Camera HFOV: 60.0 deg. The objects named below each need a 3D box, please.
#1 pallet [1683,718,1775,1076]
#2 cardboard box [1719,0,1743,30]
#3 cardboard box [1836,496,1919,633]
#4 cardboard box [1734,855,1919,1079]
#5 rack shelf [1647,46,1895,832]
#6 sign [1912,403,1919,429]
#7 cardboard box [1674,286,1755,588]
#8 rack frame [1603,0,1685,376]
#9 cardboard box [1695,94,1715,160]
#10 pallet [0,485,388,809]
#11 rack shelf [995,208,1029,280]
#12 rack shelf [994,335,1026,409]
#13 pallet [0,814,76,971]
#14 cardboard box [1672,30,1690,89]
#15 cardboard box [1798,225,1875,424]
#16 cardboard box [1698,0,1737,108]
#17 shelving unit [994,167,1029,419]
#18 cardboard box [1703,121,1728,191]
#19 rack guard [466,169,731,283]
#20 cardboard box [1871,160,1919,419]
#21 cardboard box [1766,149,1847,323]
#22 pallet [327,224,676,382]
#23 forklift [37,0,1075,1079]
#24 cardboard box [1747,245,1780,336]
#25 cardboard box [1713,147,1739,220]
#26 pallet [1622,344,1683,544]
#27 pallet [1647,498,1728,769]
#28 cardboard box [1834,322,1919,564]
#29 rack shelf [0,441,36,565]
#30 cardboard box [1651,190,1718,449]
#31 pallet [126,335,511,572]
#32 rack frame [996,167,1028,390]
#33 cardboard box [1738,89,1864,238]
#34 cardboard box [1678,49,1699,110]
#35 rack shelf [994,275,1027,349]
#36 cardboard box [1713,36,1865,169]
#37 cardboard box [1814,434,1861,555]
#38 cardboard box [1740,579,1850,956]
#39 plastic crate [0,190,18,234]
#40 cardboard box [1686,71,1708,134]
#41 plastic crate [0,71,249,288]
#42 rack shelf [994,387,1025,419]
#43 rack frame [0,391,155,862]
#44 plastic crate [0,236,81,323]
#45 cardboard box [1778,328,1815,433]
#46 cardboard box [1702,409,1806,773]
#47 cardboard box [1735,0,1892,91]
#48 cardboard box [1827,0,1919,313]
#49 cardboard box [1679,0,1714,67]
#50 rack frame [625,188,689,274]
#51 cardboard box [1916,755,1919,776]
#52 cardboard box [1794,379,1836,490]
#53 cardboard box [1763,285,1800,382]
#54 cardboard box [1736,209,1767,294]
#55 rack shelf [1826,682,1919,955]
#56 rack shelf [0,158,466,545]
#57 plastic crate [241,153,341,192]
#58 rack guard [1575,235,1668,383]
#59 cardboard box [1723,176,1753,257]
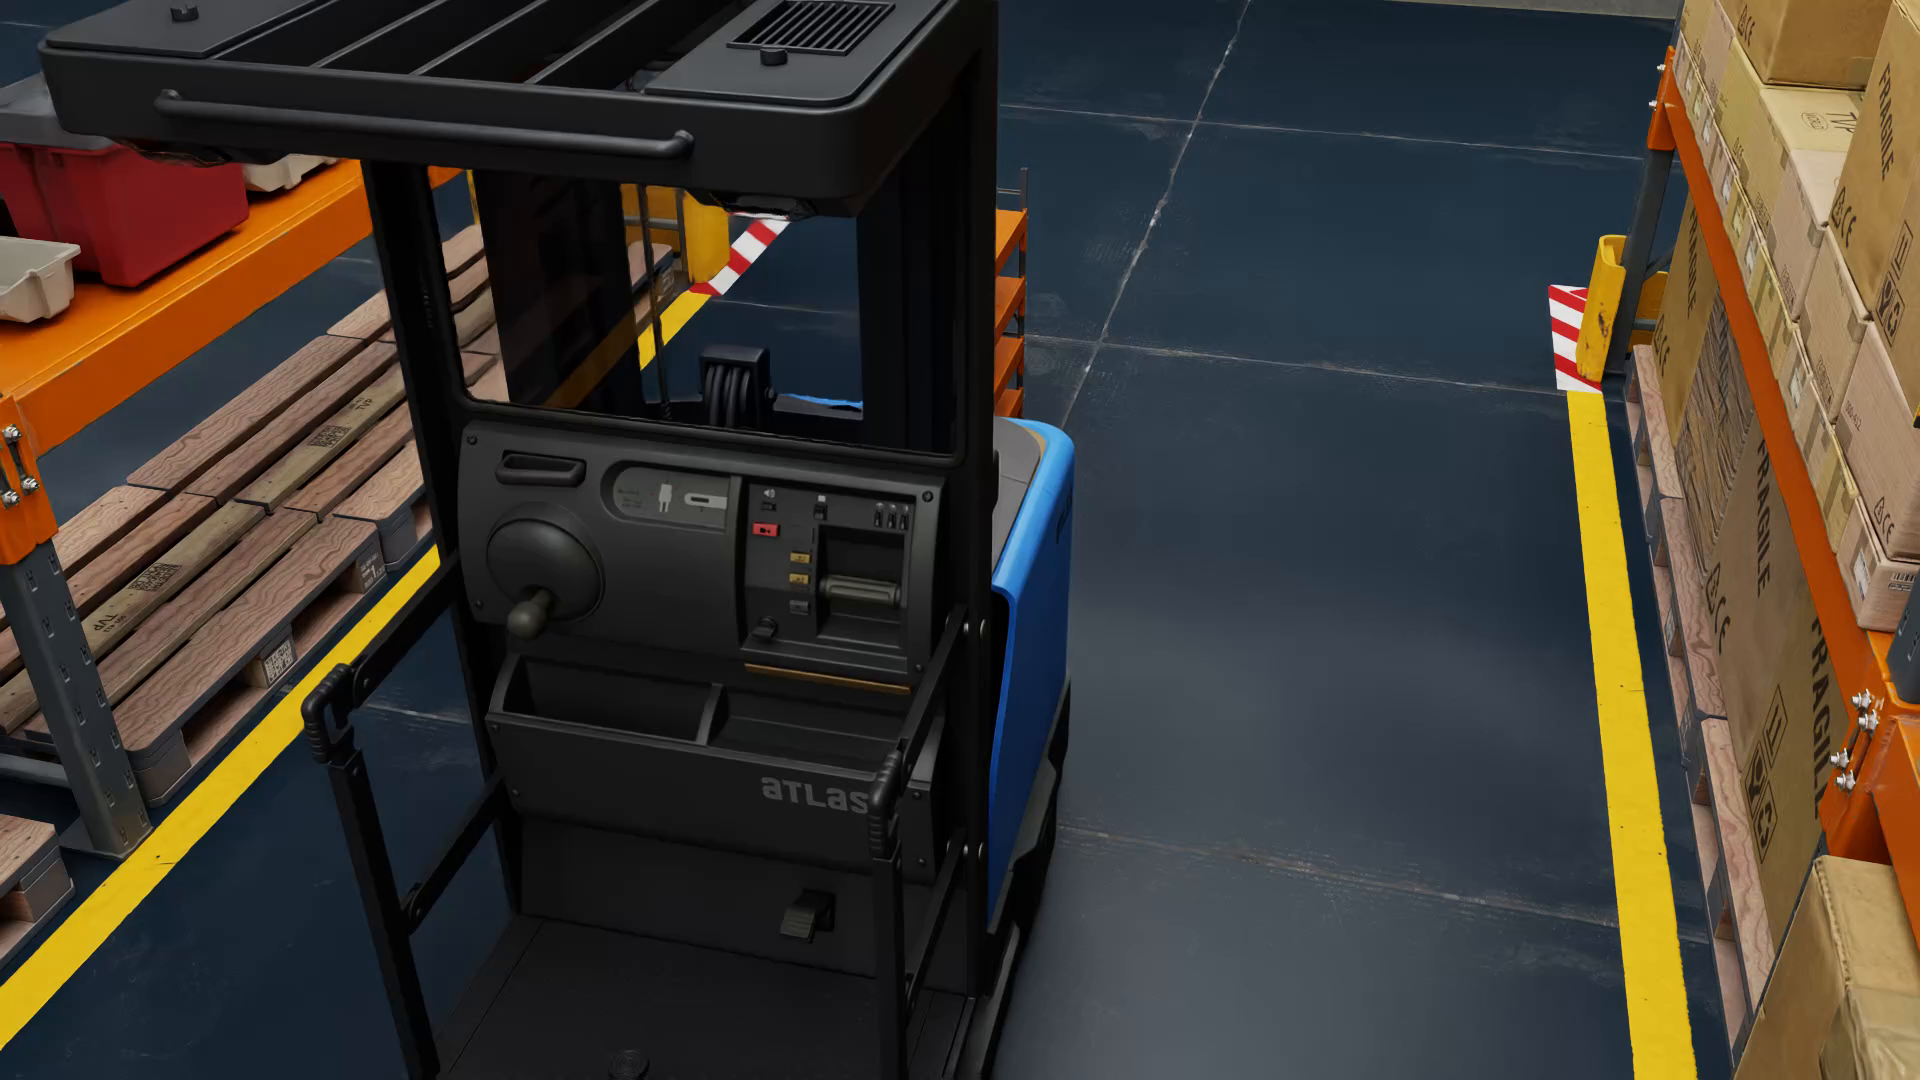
[{"bbox_3d":[2.377,0.955,4.051,1.003,0.211,1.213,8,33,12],"label":"pallet"},{"bbox_3d":[2.614,-1.820,4.981,0.500,0.500,0.500,7,33,11],"label":"cardboard box"},{"bbox_3d":[1.869,0.065,3.085,0.380,0.149,0.250,8,33,13],"label":"cardboard box"},{"bbox_3d":[1.966,1.216,2.630,1.225,0.875,0.875,8,33,13],"label":"cardboard box"},{"bbox_3d":[2.616,-0.572,4.525,1.077,0.370,4.000,8,33,12],"label":"rack shelf"},{"bbox_3d":[1.571,-0.311,2.563,0.100,0.325,0.005,8,33,12],"label":"sign"},{"bbox_3d":[2.808,-0.379,5.139,0.875,0.875,0.875,8,33,12],"label":"cardboard box"},{"bbox_3d":[3.124,-1.914,5.964,1.000,3.000,0.127,8,33,12],"label":"rack frame"},{"bbox_3d":[2.521,-1.267,5.180,0.380,0.149,0.250,8,33,12],"label":"cardboard box"},{"bbox_3d":[-2.533,0.278,5.116,1.003,0.211,1.213,8,33,12],"label":"pallet"},{"bbox_3d":[0.042,-0.924,5.352,0.258,0.148,0.480,8,33,12],"label":"rack shelf"},{"bbox_3d":[0.042,-0.535,5.599,0.258,0.148,0.480,8,33,12],"label":"rack shelf"},{"bbox_3d":[-2.918,1.059,3.887,1.003,0.211,1.213,8,33,12],"label":"pallet"},{"bbox_3d":[2.714,-1.668,5.812,0.380,0.149,0.250,8,33,13],"label":"cardboard box"},{"bbox_3d":[2.096,-0.434,3.499,0.500,0.250,0.500,9,34,14],"label":"cardboard box"},{"bbox_3d":[2.615,-1.493,5.165,0.500,0.250,0.500,8,33,12],"label":"cardboard box"},{"bbox_3d":[0.042,-0.592,5.563,0.258,1.200,0.503,8,33,12],"label":"shelving unit"},{"bbox_3d":[2.456,-1.135,4.973,0.380,0.149,0.250,7,33,11],"label":"cardboard box"},{"bbox_3d":[-1.674,-1.547,7.718,1.175,0.500,0.348,8,33,12],"label":"rack guard"},{"bbox_3d":[1.967,-0.492,2.891,0.500,0.500,0.500,9,34,14],"label":"cardboard box"},{"bbox_3d":[2.225,-0.699,3.916,0.500,0.250,0.500,9,33,13],"label":"cardboard box"},{"bbox_3d":[-1.914,-0.988,7.108,1.003,0.211,1.213,8,33,12],"label":"pallet"},{"bbox_3d":[-0.539,0.080,2.891,1.130,2.935,3.031,7,33,11],"label":"forklift"},{"bbox_3d":[2.195,-0.602,4.135,0.380,0.149,0.250,7,33,12],"label":"cardboard box"},{"bbox_3d":[2.391,-1.001,4.762,0.380,0.149,0.250,8,33,12],"label":"cardboard box"},{"bbox_3d":[2.997,-0.311,6.043,1.003,0.211,1.213,8,33,12],"label":"pallet"},{"bbox_3d":[2.685,0.320,5.050,1.003,0.211,1.213,8,33,12],"label":"pallet"},{"bbox_3d":[1.967,-0.165,3.076,0.500,0.250,0.500,7,33,11],"label":"cardboard box"},{"bbox_3d":[-3.190,0.829,2.320,1.077,0.370,4.000,8,33,12],"label":"rack shelf"},{"bbox_3d":[3.039,-0.851,5.882,0.875,0.875,0.875,8,33,12],"label":"cardboard box"},{"bbox_3d":[-2.225,-0.357,6.115,1.003,0.211,1.213,8,33,12],"label":"pallet"},{"bbox_3d":[0.104,-0.719,5.762,0.240,1.200,0.015,8,33,12],"label":"rack frame"},{"bbox_3d":[2.357,-0.961,4.328,0.500,0.250,0.500,7,33,11],"label":"cardboard box"},{"bbox_3d":[2.651,-1.535,5.603,0.380,0.149,0.250,8,33,12],"label":"cardboard box"},{"bbox_3d":[0.042,-0.724,5.479,0.258,0.148,0.480,8,33,12],"label":"rack shelf"},{"bbox_3d":[2.484,-1.233,4.755,0.500,0.250,0.500,7,33,11],"label":"cardboard box"},{"bbox_3d":[1.934,-0.069,3.296,0.380,0.149,0.250,9,33,13],"label":"cardboard box"},{"bbox_3d":[2.354,0.550,3.678,0.875,0.875,0.875,8,33,12],"label":"cardboard box"},{"bbox_3d":[-2.658,-1.039,4.789,0.437,0.125,0.590,8,33,12],"label":"plastic crate"},{"bbox_3d":[2.586,-1.402,5.394,0.380,0.149,0.250,7,33,11],"label":"cardboard box"},{"bbox_3d":[-2.213,-0.994,4.402,0.402,0.464,0.583,8,33,12],"label":"plastic crate"},{"bbox_3d":[0.042,-0.368,5.706,0.258,0.148,0.480,8,33,12],"label":"rack shelf"},{"bbox_3d":[-2.682,-0.512,3.760,1.000,3.000,0.127,8,33,12],"label":"rack frame"},{"bbox_3d":[-2.426,-0.648,4.164,0.396,0.136,0.243,8,33,12],"label":"plastic crate"},{"bbox_3d":[2.065,-0.335,3.715,0.380,0.149,0.250,9,33,13],"label":"cardboard box"},{"bbox_3d":[2.582,0.083,4.413,0.875,0.875,0.875,8,33,12],"label":"cardboard box"},{"bbox_3d":[2.488,-1.551,4.557,0.500,0.500,0.500,7,33,11],"label":"cardboard box"},{"bbox_3d":[2.098,-0.751,3.299,0.500,0.500,0.500,8,33,13],"label":"cardboard box"},{"bbox_3d":[2.741,-1.763,5.591,0.500,0.250,0.500,7,33,11],"label":"cardboard box"},{"bbox_3d":[-1.667,-2.588,7.025,1.000,3.000,0.127,8,33,12],"label":"rack frame"},{"bbox_3d":[1.750,0.325,2.350,0.500,0.500,0.500,8,33,13],"label":"cardboard box"},{"bbox_3d":[2.000,-0.201,3.505,0.380,0.149,0.250,7,33,12],"label":"cardboard box"},{"bbox_3d":[2.130,-0.469,3.926,0.380,0.149,0.250,9,33,13],"label":"cardboard box"},{"bbox_3d":[2.261,-0.734,4.342,0.380,0.149,0.250,9,33,13],"label":"cardboard box"},{"bbox_3d":[1.601,1.504,1.259,1.077,0.370,4.000,8,33,12],"label":"rack shelf"},{"bbox_3d":[-2.175,-1.246,5.585,1.077,0.370,4.000,8,33,12],"label":"rack shelf"},{"bbox_3d":[-2.116,-1.255,4.982,0.437,0.282,0.530,8,33,12],"label":"plastic crate"},{"bbox_3d":[3.130,-0.871,6.654,1.175,0.500,0.348,8,33,12],"label":"rack guard"},{"bbox_3d":[2.325,-0.870,4.557,0.380,0.149,0.250,7,33,11],"label":"cardboard box"}]
